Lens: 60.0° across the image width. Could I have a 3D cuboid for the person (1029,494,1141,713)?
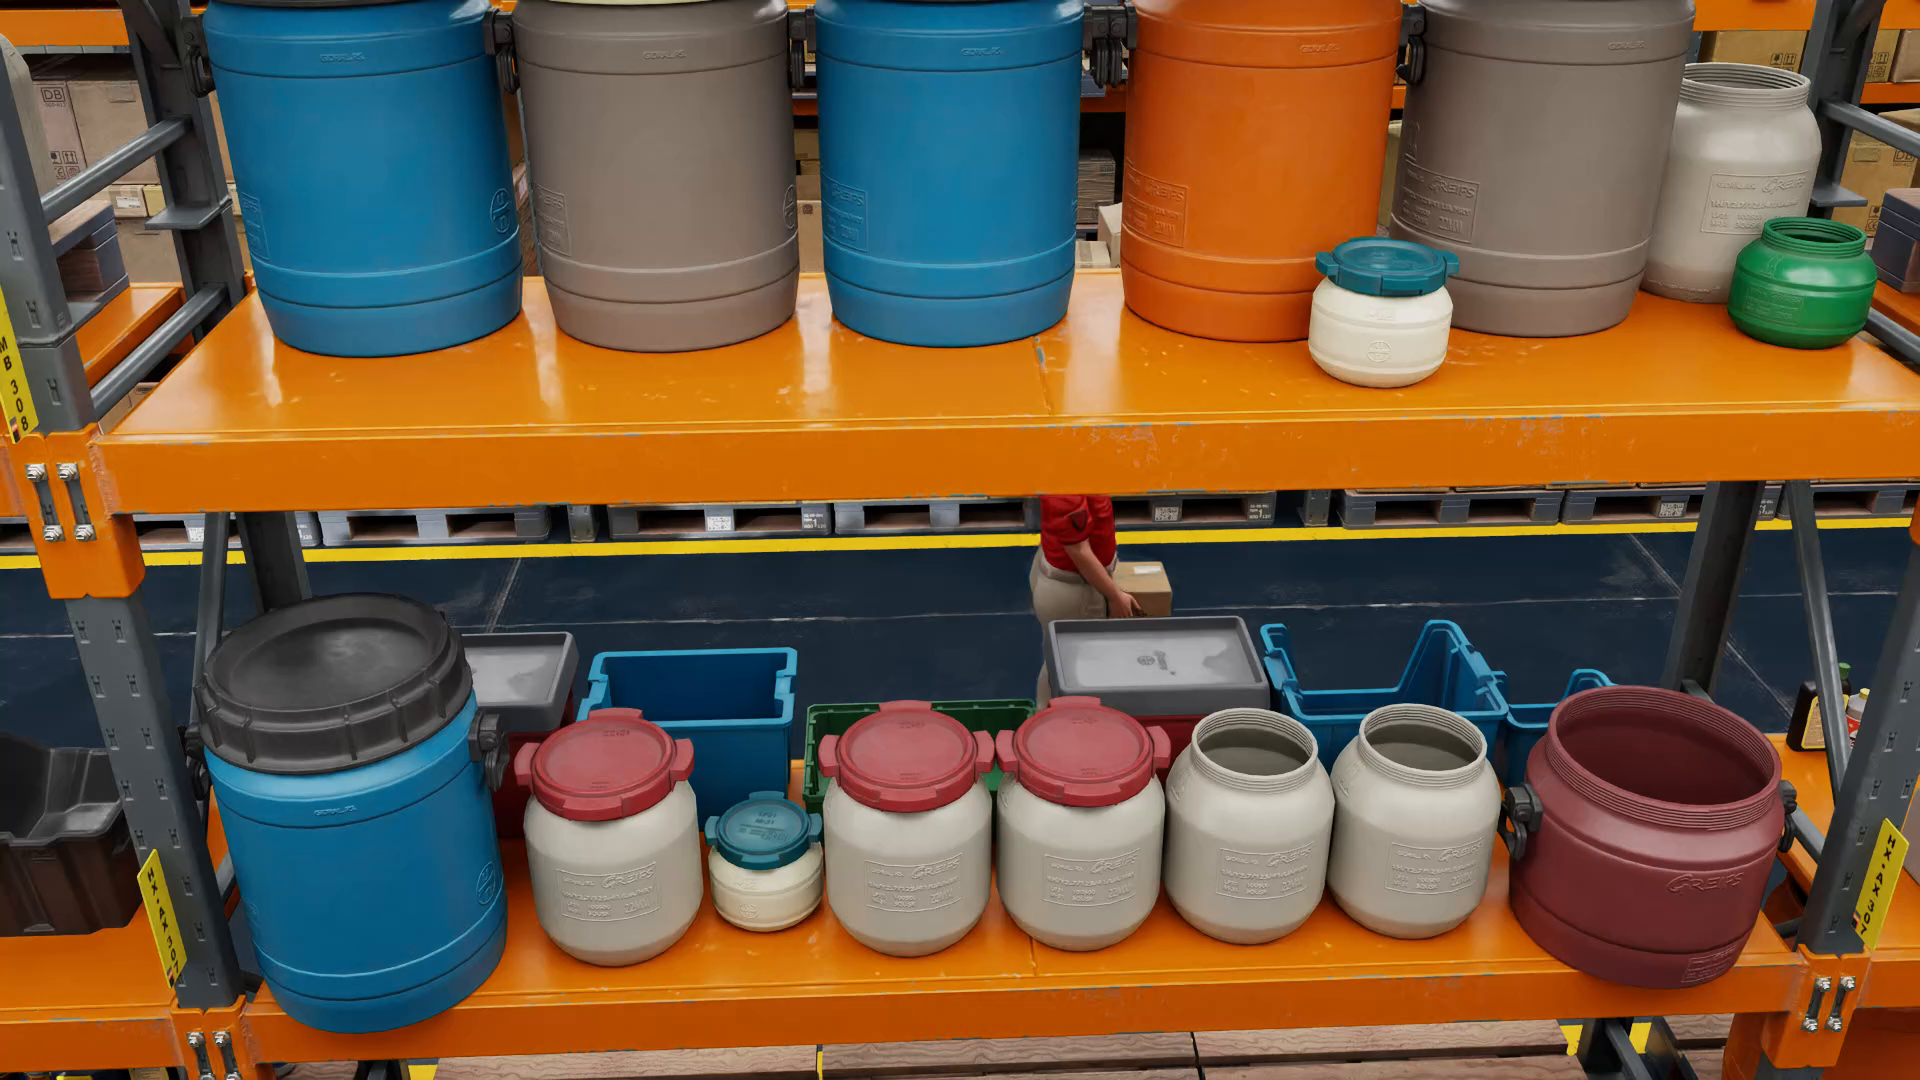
[{"bbox_3d":[0.505,0.196,6.752,0.410,1.729,0.583,-1,27,-3],"label":"person"}]
